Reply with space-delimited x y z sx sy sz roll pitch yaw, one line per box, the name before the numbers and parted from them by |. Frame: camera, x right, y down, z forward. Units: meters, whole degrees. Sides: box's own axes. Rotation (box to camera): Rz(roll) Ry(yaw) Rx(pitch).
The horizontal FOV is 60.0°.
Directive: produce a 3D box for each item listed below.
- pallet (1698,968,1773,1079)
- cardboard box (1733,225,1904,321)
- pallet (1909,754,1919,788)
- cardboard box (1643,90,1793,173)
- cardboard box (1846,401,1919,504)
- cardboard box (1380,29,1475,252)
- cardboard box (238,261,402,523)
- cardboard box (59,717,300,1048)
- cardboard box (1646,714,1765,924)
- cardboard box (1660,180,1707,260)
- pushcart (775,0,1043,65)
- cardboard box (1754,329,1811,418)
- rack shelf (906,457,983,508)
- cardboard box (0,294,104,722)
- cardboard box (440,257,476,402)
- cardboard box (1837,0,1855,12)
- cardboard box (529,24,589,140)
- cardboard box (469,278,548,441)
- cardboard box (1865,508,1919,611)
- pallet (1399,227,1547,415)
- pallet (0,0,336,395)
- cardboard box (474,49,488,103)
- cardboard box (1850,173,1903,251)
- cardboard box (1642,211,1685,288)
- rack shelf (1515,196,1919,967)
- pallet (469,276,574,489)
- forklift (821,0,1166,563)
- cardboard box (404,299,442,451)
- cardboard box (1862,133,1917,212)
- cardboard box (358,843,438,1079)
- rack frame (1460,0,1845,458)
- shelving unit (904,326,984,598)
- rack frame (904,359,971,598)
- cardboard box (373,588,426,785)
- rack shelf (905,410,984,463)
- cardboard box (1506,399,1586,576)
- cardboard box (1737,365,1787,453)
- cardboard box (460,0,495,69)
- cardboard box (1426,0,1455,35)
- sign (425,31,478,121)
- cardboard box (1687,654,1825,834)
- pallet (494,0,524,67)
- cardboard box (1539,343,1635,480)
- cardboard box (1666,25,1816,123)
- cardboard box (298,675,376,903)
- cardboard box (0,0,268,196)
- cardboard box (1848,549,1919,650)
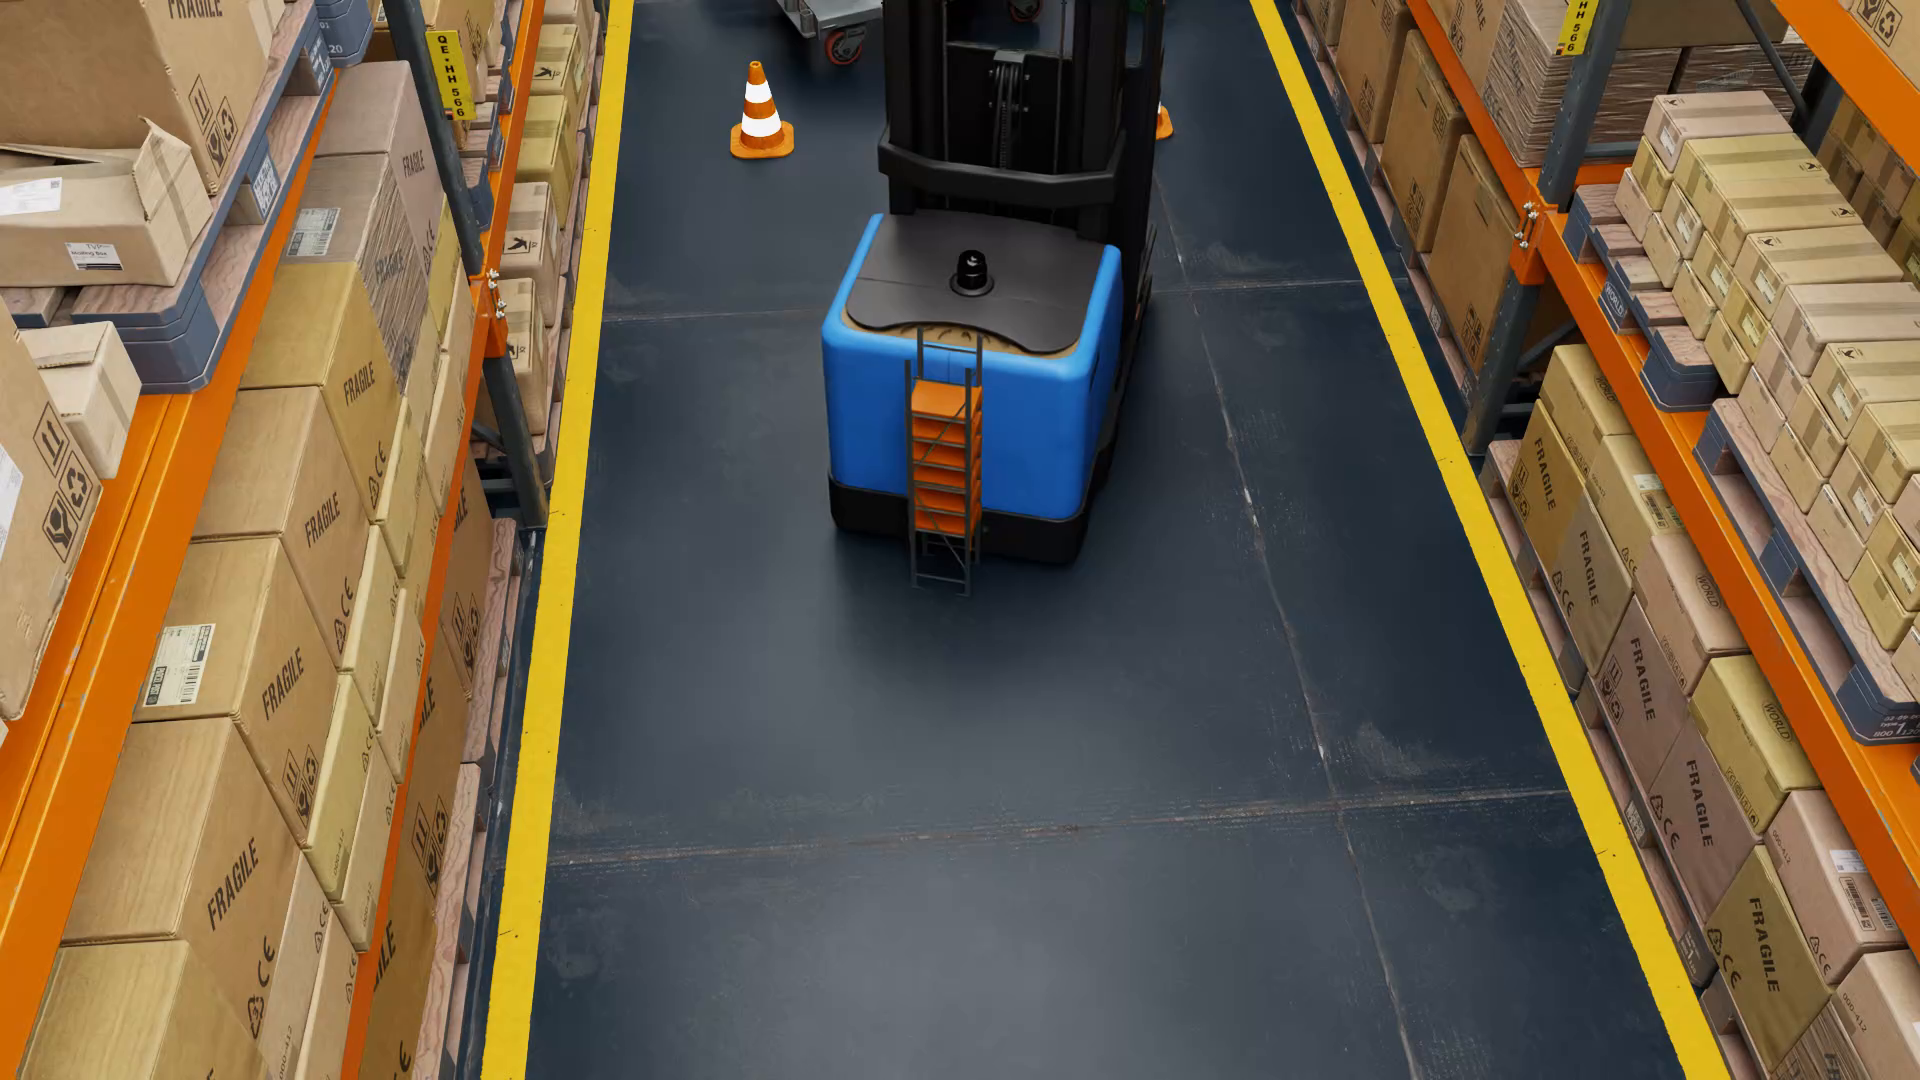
pallet | 2.969 1.827 5.011 1.003 0.211 1.213 -3 47 -3
cardboard box | 2.610 -0.816 5.067 0.380 0.149 0.250 -5 47 -5
pallet | 3.117 0.935 4.067 1.003 0.211 1.213 -3 47 -3
cardboard box | 2.547 -1.376 5.598 0.380 0.149 0.250 -3 47 -3
cardboard box | 2.676 -0.248 4.529 0.380 0.149 0.250 -4 47 -4
cardboard box | 2.663 -1.912 7.892 1.050 0.750 0.750 -3 47 -3
cardboard box | -1.833 -0.379 4.422 0.500 0.500 0.500 -3 47 -3
cardboard box | -1.709 0.725 3.377 0.500 0.500 0.500 -4 47 -4
cardboard box | 2.642 0.883 5.416 0.500 0.500 0.500 -4 47 -4
cardboard box | 2.566 -1.065 5.508 0.380 0.149 0.250 -1 47 -1
pushcart | -0.290 -3.256 9.710 1.648 0.377 0.936 -19 49 -17
cardboard box | 2.633 -0.510 4.982 0.380 0.149 0.250 -3 47 -3
rack shelf | -0.057 -0.237 6.346 0.258 0.103 0.180 9 47 9
cardboard box | -1.673 -0.061 2.454 0.500 0.500 0.500 -4 47 -4
cardboard box | -1.922 -0.687 5.575 0.500 0.250 0.500 -5 47 -5
cardboard box | 2.533 -1.738 4.332 0.500 0.500 0.500 -3 47 -3
cardboard box | -2.448 -2.325 8.543 0.950 0.372 0.625 -1 47 -1
cardboard box | -2.260 -0.739 7.041 0.950 0.372 0.625 -6 47 -6
cardboard box | 2.692 0.041 4.460 0.380 0.149 0.250 -3 47 -3
pallet | 2.710 -1.079 7.763 1.003 0.211 1.213 -3 47 -3
pallet | -2.020 -0.784 3.627 1.003 0.211 1.213 -2 47 -1
cardboard box | -2.032 -1.801 6.410 0.380 0.149 0.250 -6 47 -6
cardboard box | 3.220 -1.101 5.542 0.380 0.149 0.250 -2 47 -2
cardboard box | 2.560 -0.991 5.643 0.380 0.149 0.250 -1 47 -1
rack shelf | 2.869 0.231 5.097 1.077 0.370 4.000 -3 47 -3
pallet | -2.287 -0.696 7.400 1.003 0.211 1.213 -3 47 -3
forklift | 0.294 -2.006 6.768 1.130 2.935 3.031 9 47 9
cardboard box | -1.883 -0.504 5.057 0.500 0.250 0.500 -5 47 -4
cardboard box | 3.218 -1.217 5.447 0.380 0.149 0.250 -4 47 -4
cardboard box | -2.103 1.294 4.769 0.875 0.875 0.875 -2 47 -2
rack frame | 2.701 -1.463 6.206 1.000 3.000 0.127 -3 47 -3
shelving unit | -0.057 -0.268 6.314 0.258 1.200 0.189 9 47 9
rack frame | -0.078 -0.203 6.253 0.240 1.200 0.006 9 47 9
cardboard box | -1.766 0.414 4.532 0.500 0.250 0.500 -4 47 -4
rack shelf | -0.057 -0.403 6.172 0.258 0.103 0.180 9 47 9
cardboard box | 2.506 -0.221 6.462 0.500 0.500 0.500 -5 47 -5
cardboard box | 2.632 -0.408 5.091 0.380 0.149 0.250 -2 47 -2
cardboard box | -2.081 -2.086 6.234 0.500 0.500 0.500 -1 47 -1
cardboard box | 2.314 -2.530 7.147 0.500 0.500 0.500 -4 47 -4
sign | -1.670 -1.523 5.466 0.100 0.325 0.005 -3 47 -3
cardboard box | 2.634 0.610 5.158 0.500 0.250 0.500 -5 47 -5
pallet | -2.430 -2.453 7.276 1.003 0.211 1.213 -3 47 -3
cardboard box | 2.518 -0.492 6.203 0.500 0.250 0.500 -5 47 -5
cardboard box | 2.933 -1.839 6.493 0.500 0.500 0.500 -3 47 -3
cardboard box | -1.731 0.607 4.005 0.500 0.250 0.500 -3 47 -3
cardboard box | -1.786 -1.042 3.383 0.500 0.500 0.500 -3 47 -3
cardboard box | 2.693 0.155 4.557 0.380 0.149 0.250 -2 47 -2
